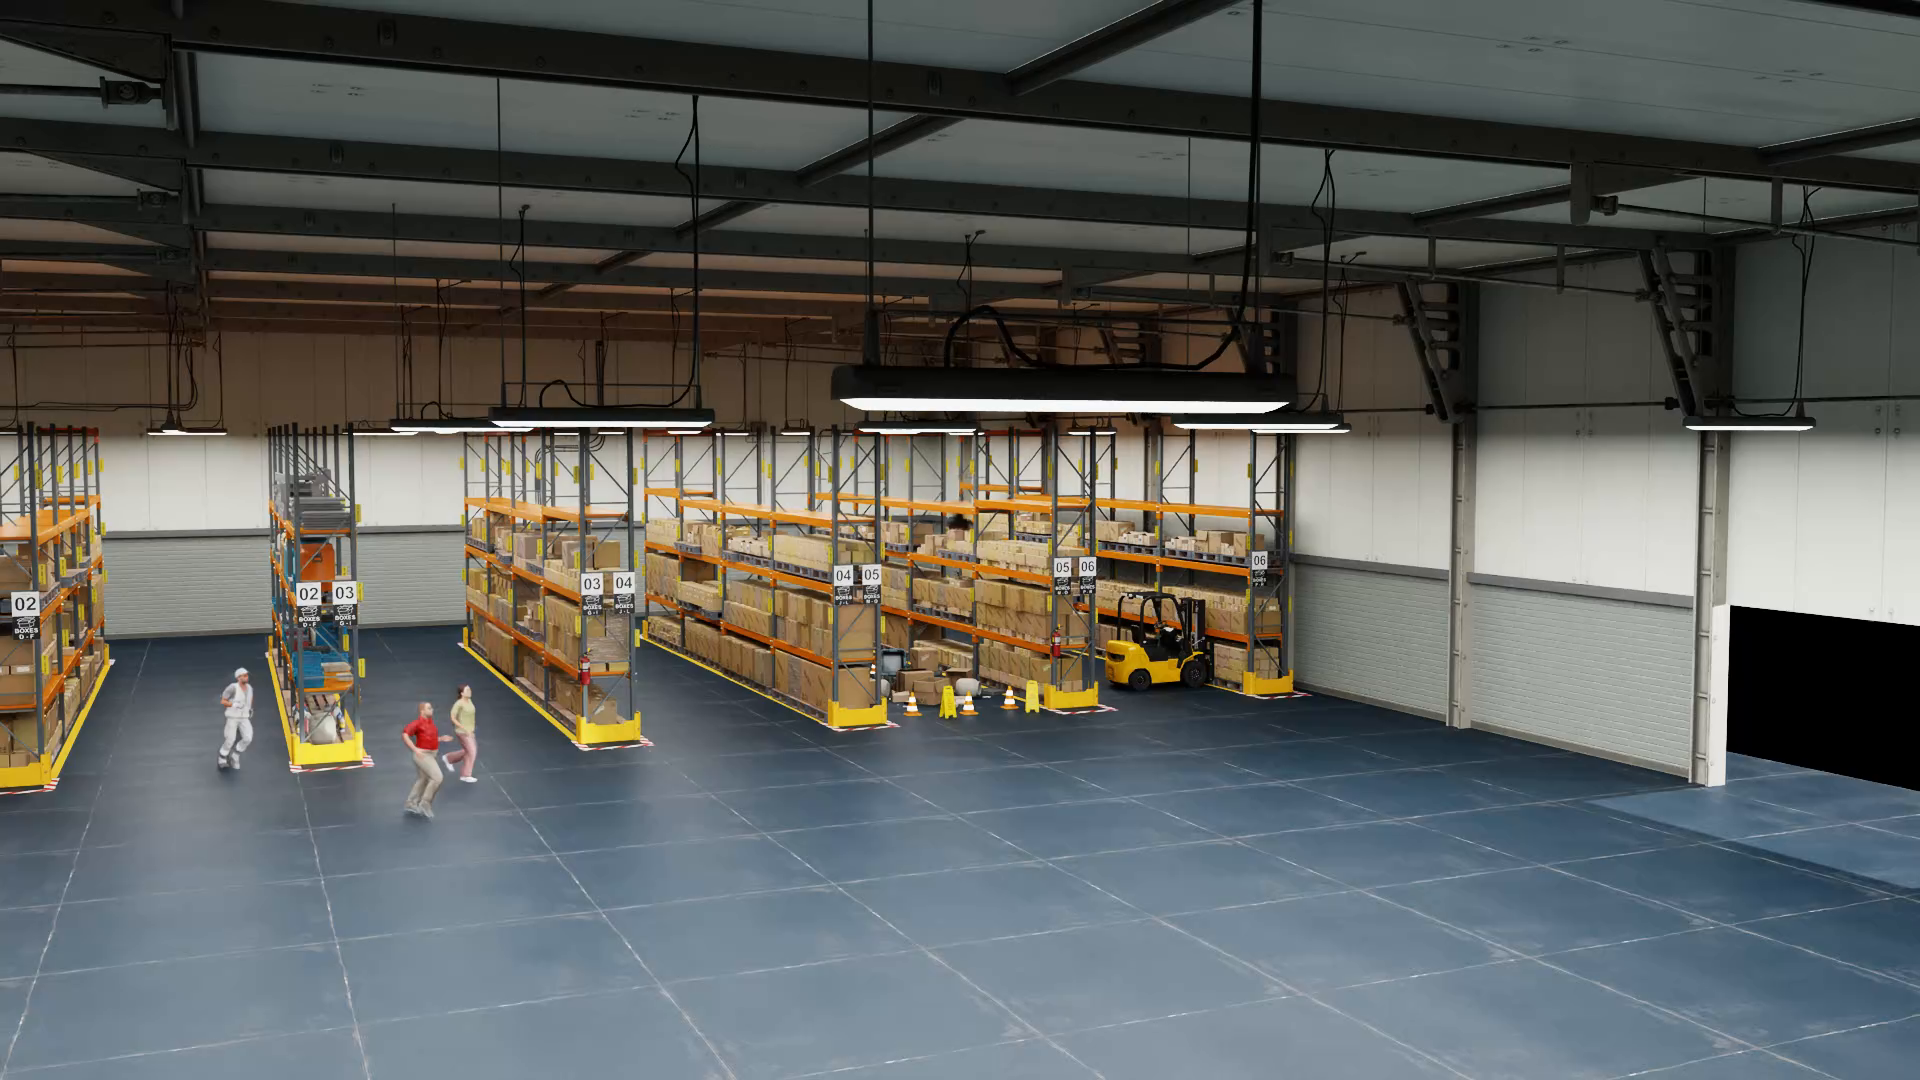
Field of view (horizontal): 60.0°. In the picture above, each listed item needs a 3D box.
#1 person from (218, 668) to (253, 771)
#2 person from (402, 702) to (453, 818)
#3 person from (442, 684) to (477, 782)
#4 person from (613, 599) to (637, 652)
[{"bbox_3d":[-12.447,3.096,28.784,0.650,1.757,0.659,3,4,39],"label":"person"},{"bbox_3d":[-8.078,3.339,25.227,0.735,1.770,0.634,0,3,-1],"label":"person"},{"bbox_3d":[-8.371,3.215,27.786,0.623,1.654,0.594,1,4,12],"label":"person"},{"bbox_3d":[-8.974,2.092,44.439,0.674,1.801,0.934,-1,4,-20],"label":"person"}]
